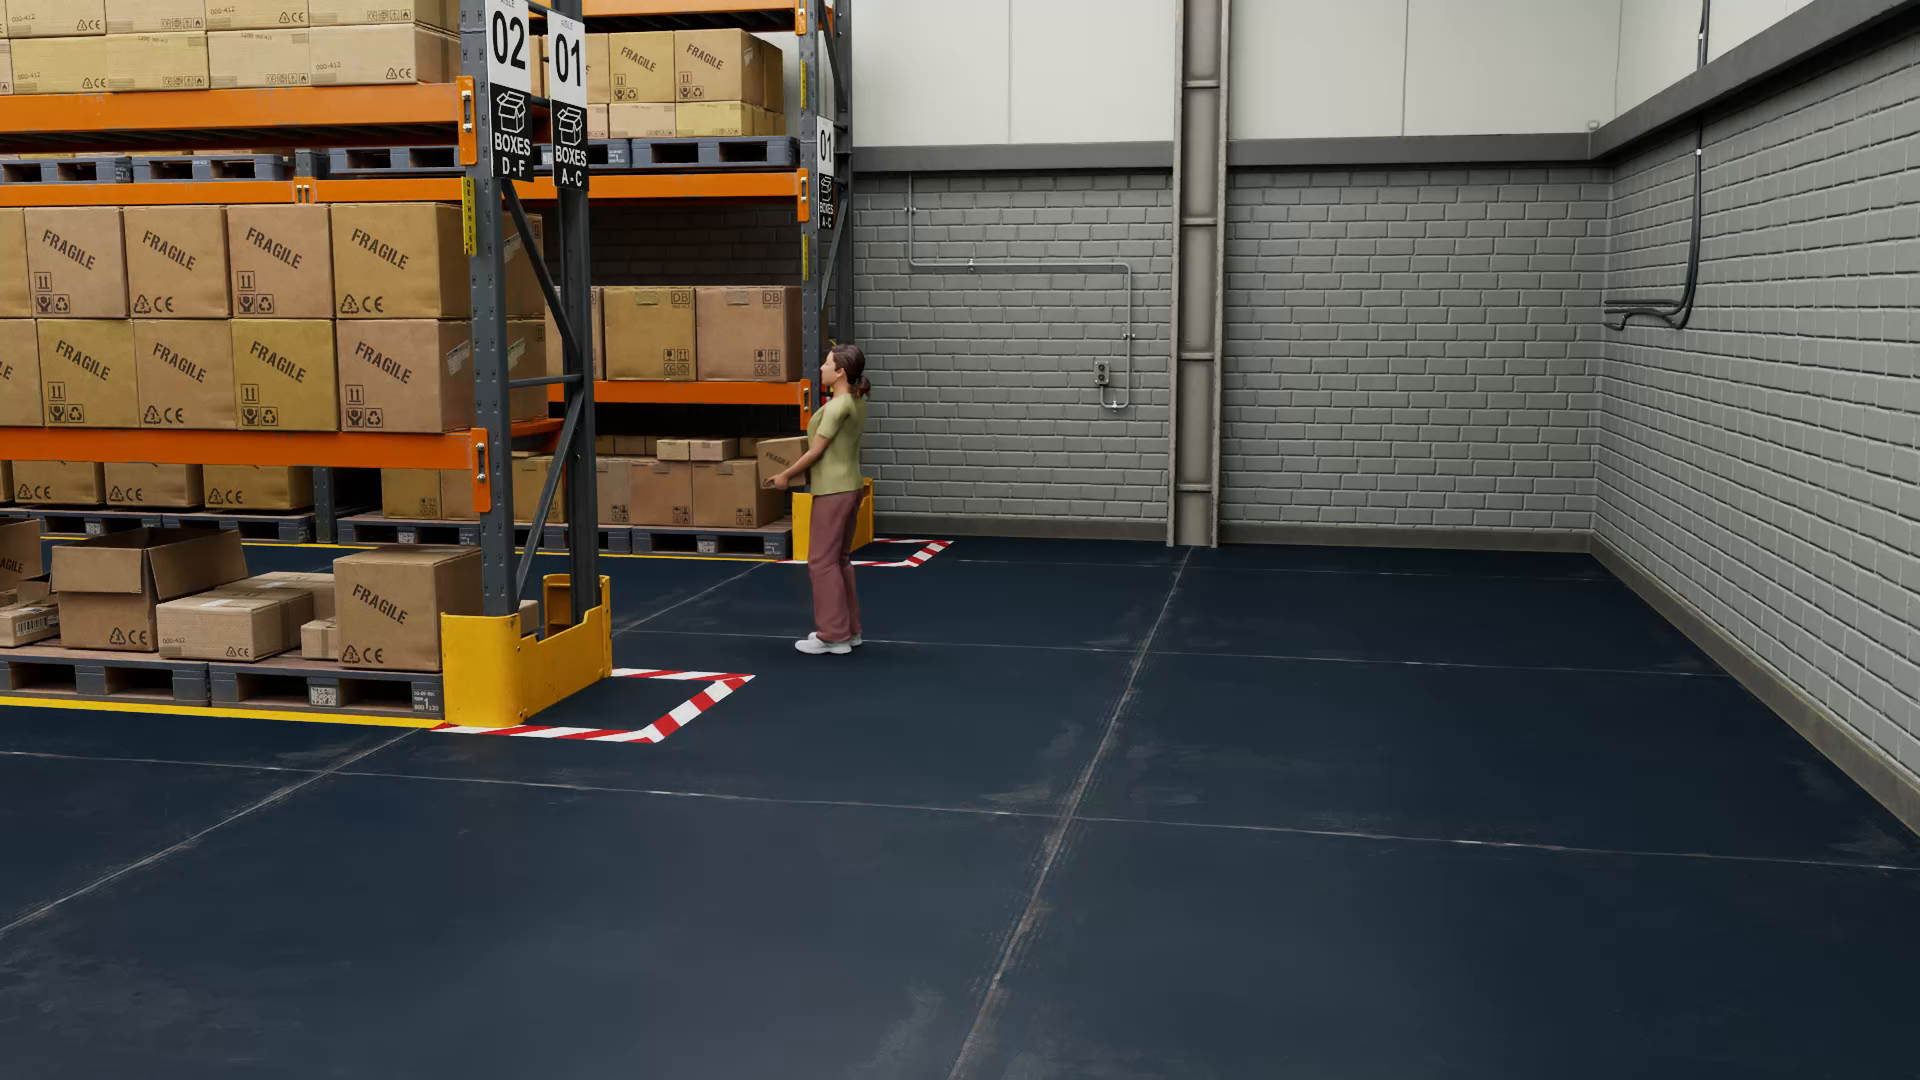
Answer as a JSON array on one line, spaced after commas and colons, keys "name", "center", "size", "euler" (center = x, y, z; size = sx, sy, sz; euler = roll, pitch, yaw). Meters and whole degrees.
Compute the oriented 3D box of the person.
[{"name": "person", "center": [-0.740, -0.228, 8.974], "size": [0.559, 1.662, 0.428], "euler": [2, 8, 11]}]
